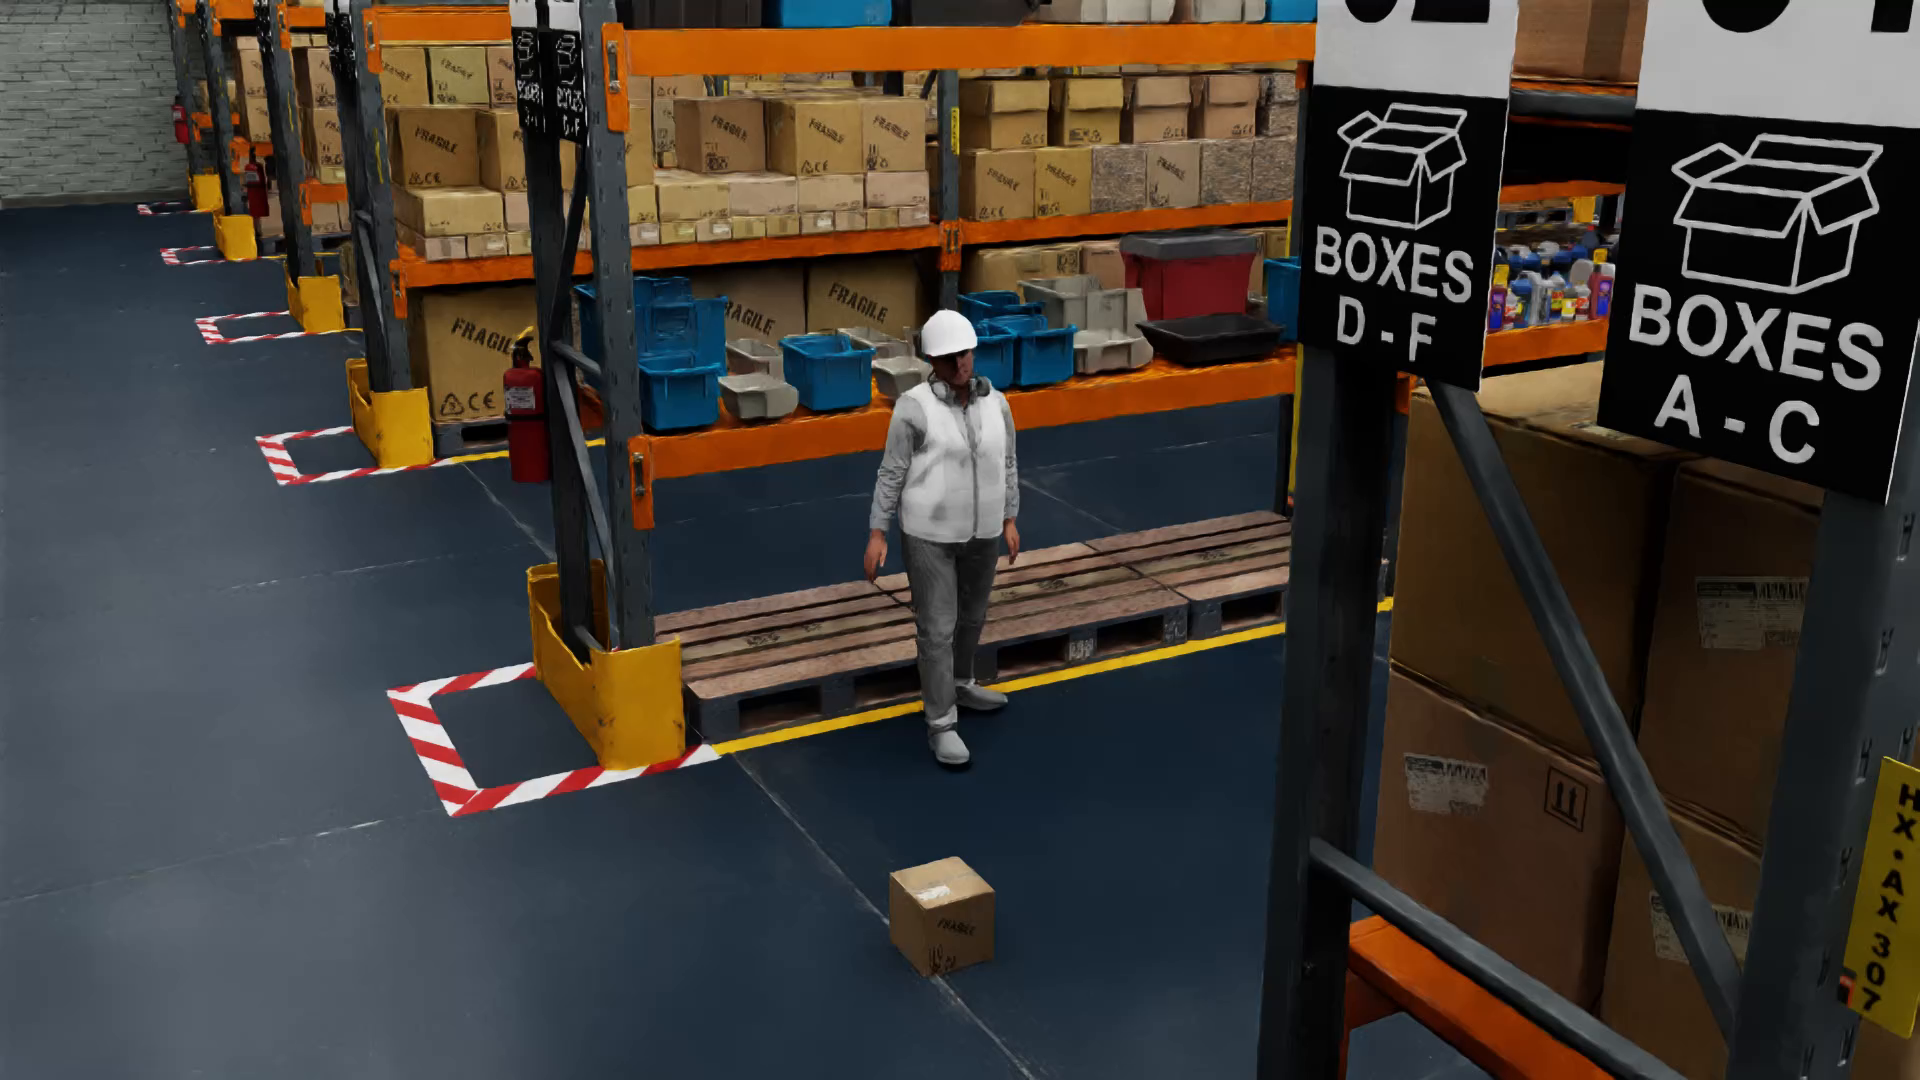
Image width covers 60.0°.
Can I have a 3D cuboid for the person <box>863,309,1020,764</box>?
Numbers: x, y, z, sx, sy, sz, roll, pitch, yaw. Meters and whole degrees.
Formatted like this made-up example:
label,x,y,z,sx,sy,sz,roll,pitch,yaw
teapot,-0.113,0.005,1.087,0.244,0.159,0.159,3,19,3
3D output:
label,x,y,z,sx,sy,sz,roll,pitch,yaw
person,-0.045,-0.027,6.593,0.727,1.774,0.615,-11,21,-31
